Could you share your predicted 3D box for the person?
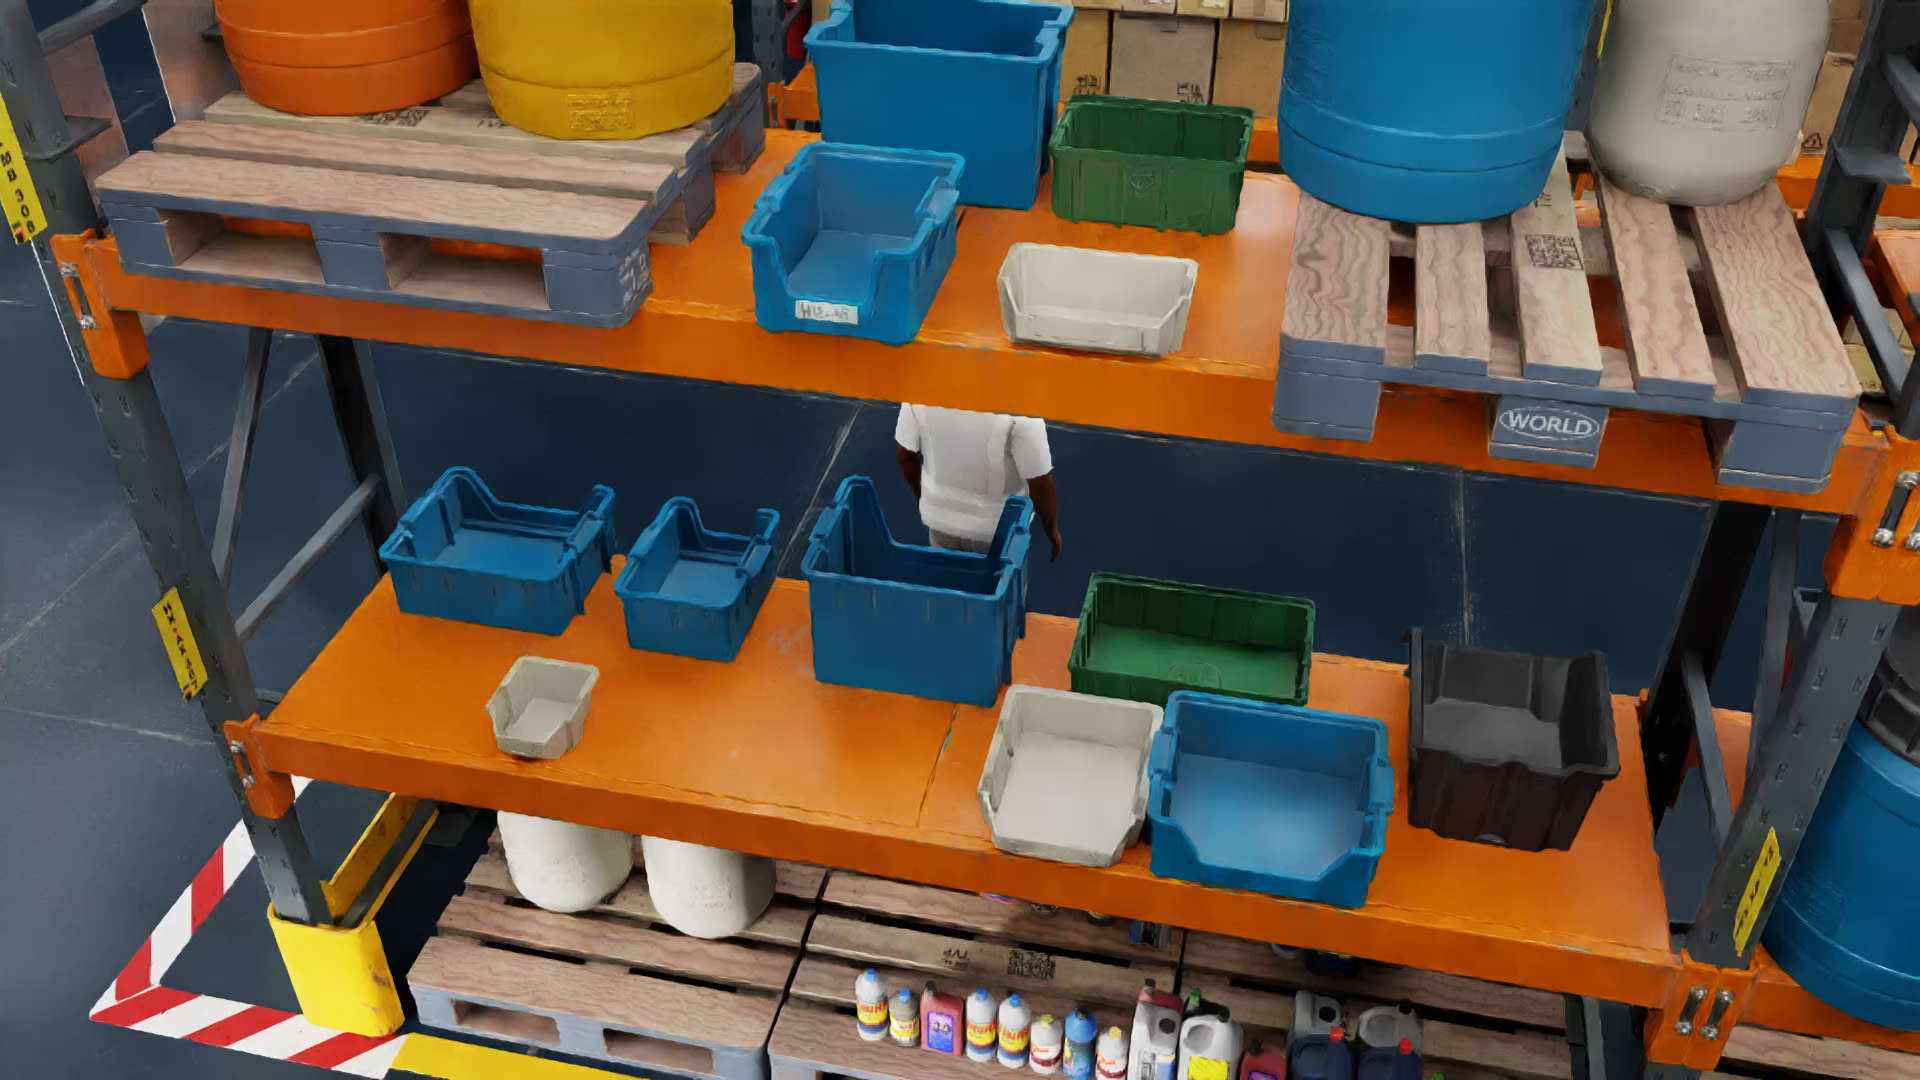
[{"bbox_3d":[0.085,-0.091,6.237,0.627,1.802,0.413,16,39,20],"label":"person"}]
